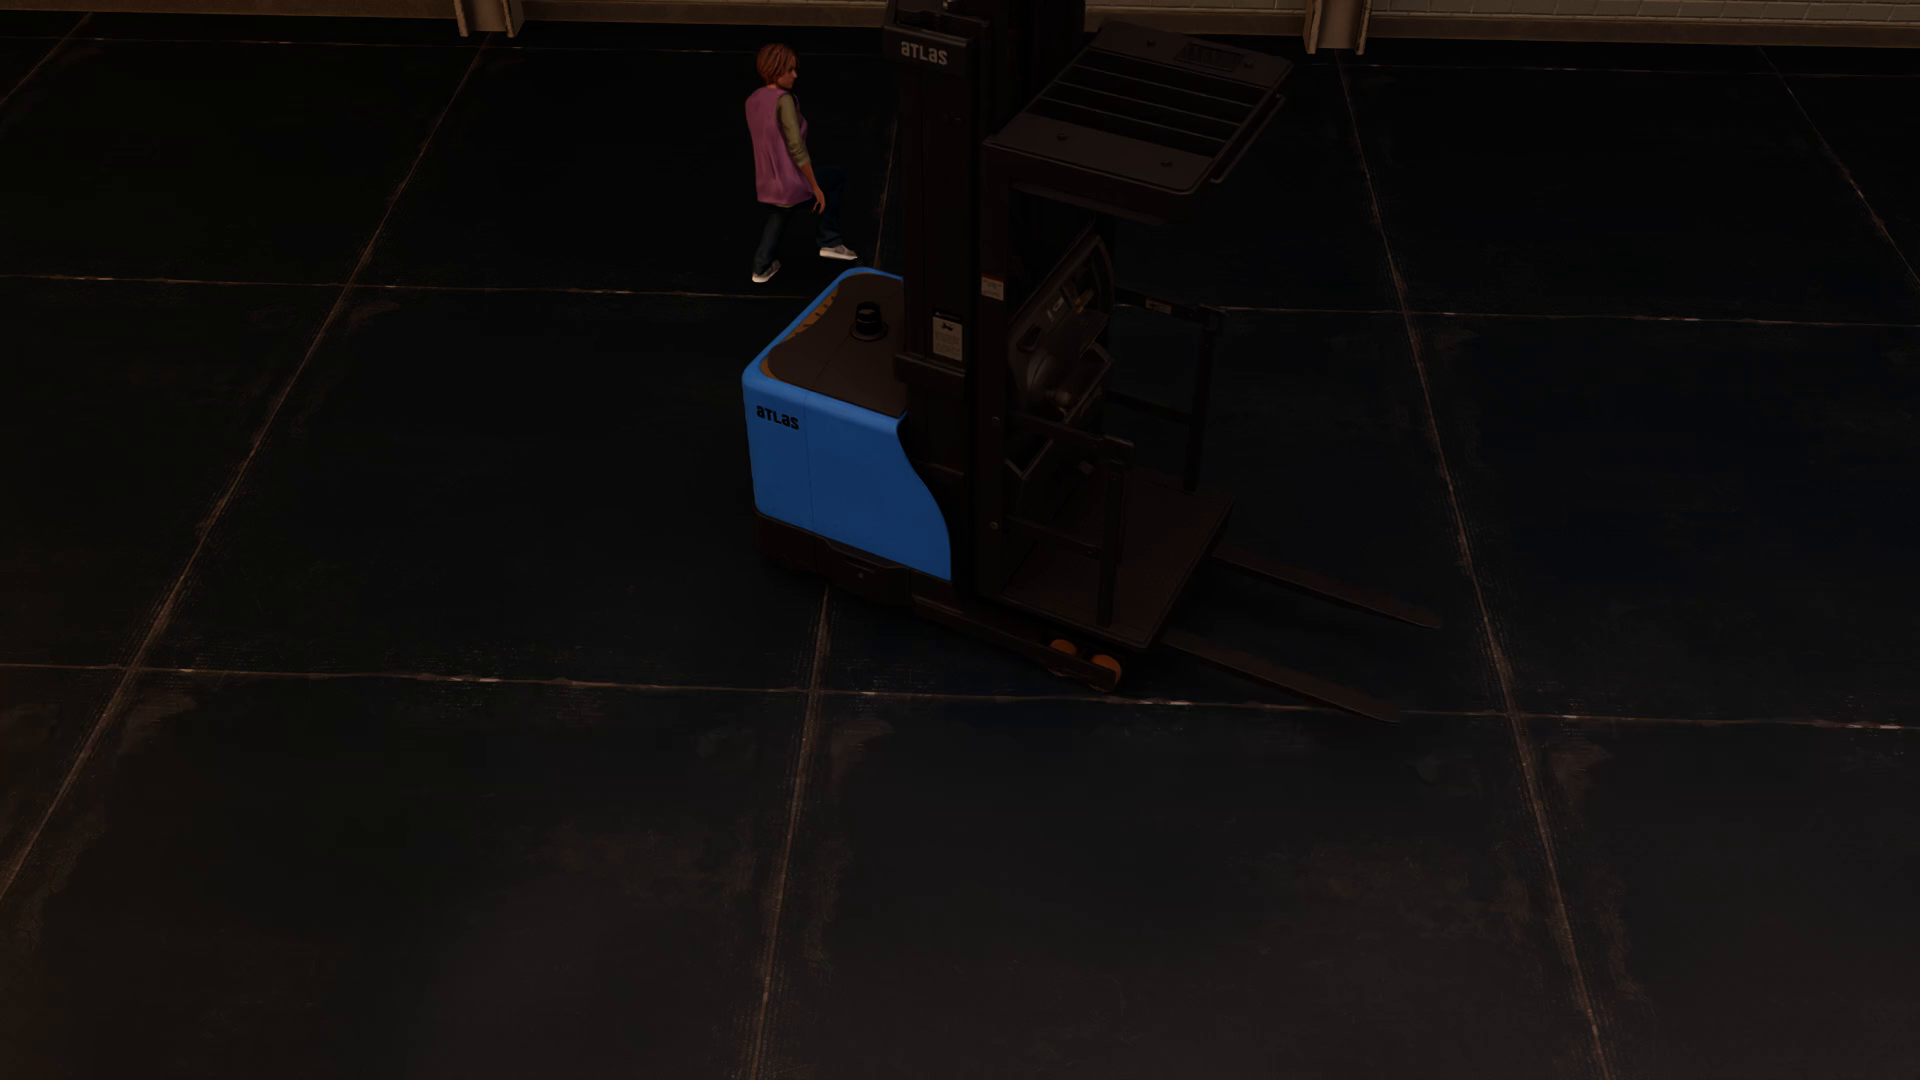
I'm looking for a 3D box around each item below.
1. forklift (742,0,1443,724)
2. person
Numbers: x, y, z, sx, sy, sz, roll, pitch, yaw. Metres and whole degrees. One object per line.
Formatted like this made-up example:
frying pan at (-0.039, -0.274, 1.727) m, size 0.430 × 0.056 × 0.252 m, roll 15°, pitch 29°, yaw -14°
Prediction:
forklift at (0.595, -0.839, 6.661) m, size 3.031 × 2.935 × 1.130 m, roll 19°, pitch 46°, yaw 20°
person at (-0.881, -2.035, 9.145) m, size 0.649 × 1.390 × 0.635 m, roll 21°, pitch 46°, yaw 22°
